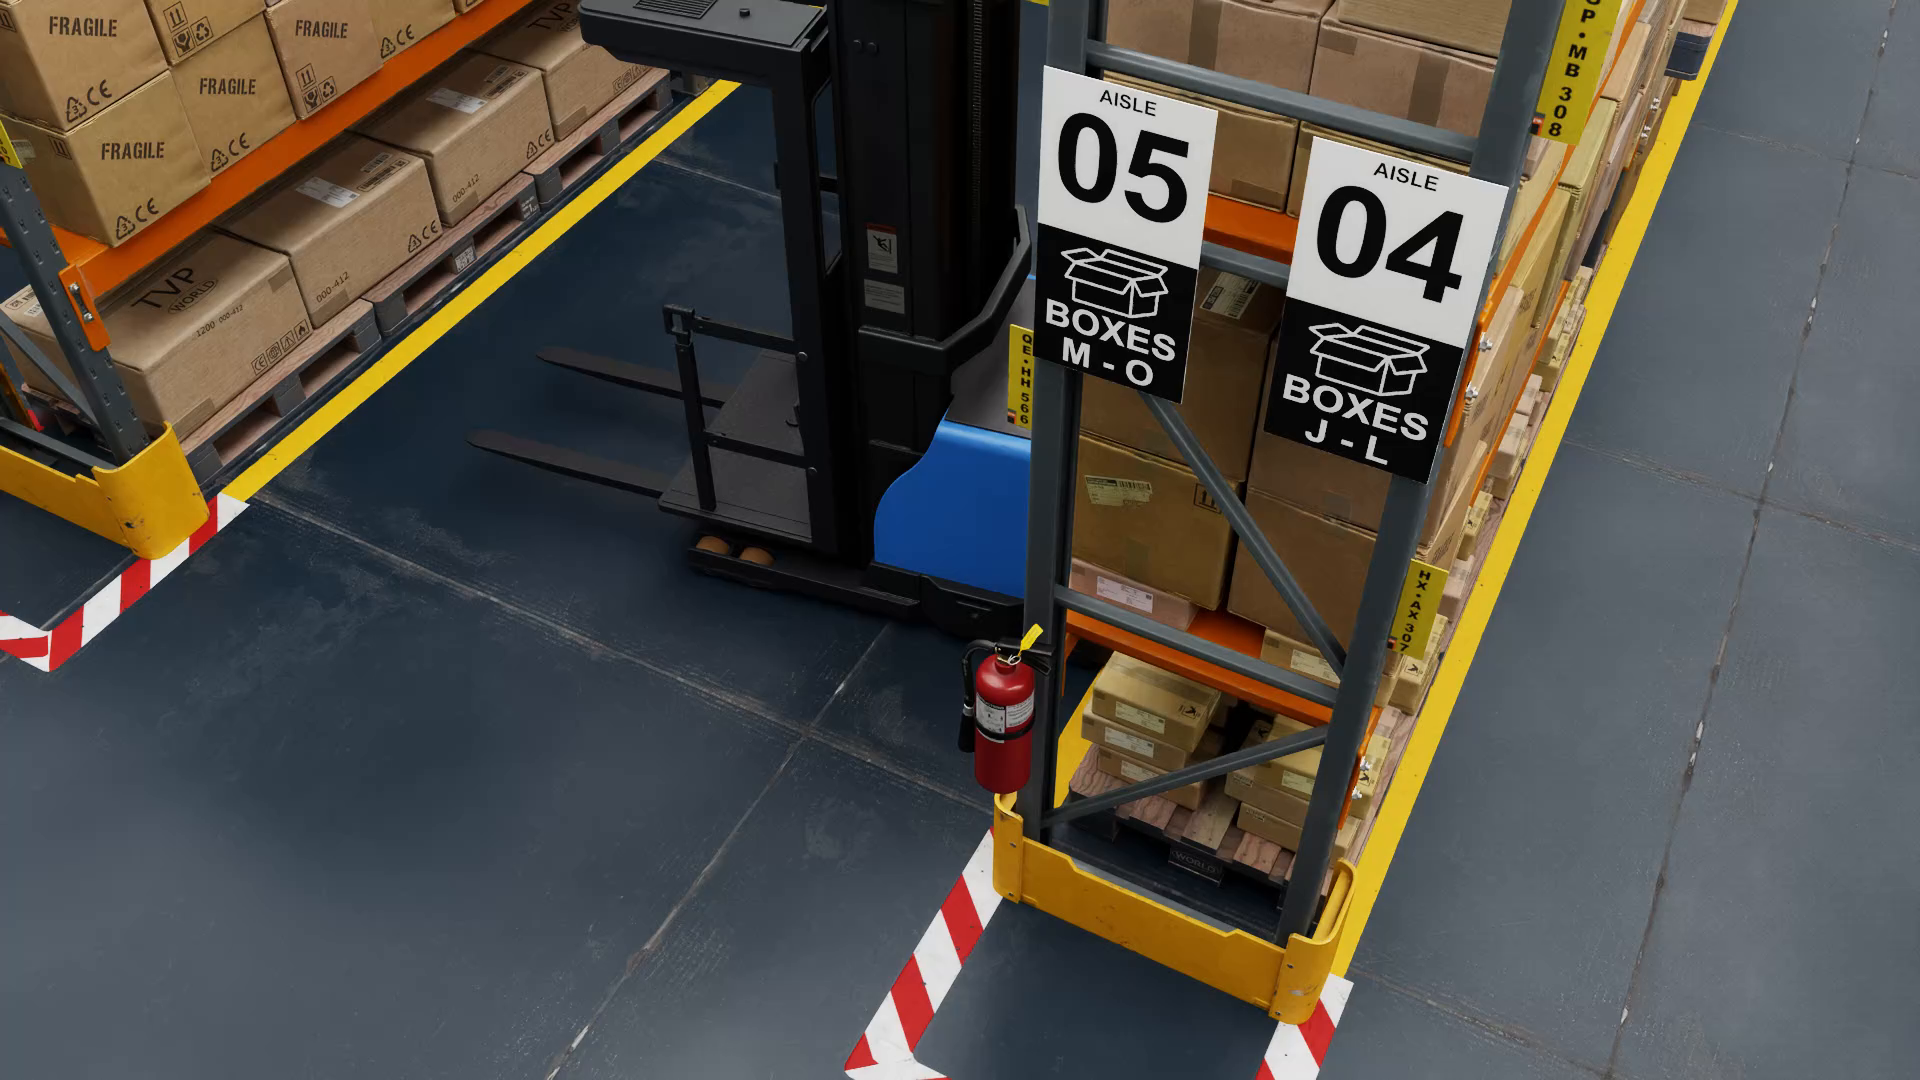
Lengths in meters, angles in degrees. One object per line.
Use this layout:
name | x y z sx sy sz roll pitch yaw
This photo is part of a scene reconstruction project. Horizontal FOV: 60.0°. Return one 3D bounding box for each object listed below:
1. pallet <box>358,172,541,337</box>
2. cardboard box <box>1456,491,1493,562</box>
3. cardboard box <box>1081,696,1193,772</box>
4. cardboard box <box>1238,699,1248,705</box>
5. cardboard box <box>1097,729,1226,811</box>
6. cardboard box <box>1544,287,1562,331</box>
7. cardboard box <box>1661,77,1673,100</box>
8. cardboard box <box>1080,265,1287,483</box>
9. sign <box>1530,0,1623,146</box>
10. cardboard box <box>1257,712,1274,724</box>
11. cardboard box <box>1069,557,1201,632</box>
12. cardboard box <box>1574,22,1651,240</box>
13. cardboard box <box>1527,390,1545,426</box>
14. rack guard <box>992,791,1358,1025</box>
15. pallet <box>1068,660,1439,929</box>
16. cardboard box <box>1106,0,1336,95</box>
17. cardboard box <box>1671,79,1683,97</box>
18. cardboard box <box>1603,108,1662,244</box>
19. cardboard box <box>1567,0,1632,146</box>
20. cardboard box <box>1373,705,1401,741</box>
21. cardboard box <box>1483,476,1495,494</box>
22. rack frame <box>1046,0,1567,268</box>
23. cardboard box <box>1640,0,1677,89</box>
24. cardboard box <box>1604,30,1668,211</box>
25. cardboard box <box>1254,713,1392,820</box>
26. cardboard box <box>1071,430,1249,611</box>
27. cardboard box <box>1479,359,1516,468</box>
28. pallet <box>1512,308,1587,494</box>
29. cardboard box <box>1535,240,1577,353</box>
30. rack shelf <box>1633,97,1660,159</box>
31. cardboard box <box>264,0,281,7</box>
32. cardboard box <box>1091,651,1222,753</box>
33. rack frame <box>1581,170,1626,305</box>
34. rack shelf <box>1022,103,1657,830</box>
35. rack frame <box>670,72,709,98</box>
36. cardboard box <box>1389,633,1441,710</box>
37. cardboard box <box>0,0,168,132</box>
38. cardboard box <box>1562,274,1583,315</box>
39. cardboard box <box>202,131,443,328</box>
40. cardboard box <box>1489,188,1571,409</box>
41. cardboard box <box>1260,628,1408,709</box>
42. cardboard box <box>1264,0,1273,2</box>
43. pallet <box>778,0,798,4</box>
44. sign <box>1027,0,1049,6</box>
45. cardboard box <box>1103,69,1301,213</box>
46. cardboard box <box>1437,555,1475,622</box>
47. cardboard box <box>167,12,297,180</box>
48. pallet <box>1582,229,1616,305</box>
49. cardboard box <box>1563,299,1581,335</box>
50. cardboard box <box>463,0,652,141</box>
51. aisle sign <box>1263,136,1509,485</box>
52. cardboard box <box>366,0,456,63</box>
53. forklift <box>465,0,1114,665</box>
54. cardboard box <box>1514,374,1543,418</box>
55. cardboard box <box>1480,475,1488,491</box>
pallet | -2.909 -1.585 8.448 1.003 0.211 1.213 20 49 19
cardboard box | 1.791 -0.107 6.318 0.380 0.149 0.250 21 49 20
cardboard box | 0.646 0.624 5.804 0.380 0.149 0.250 19 48 18
cardboard box | 0.942 0.421 6.214 0.380 0.149 0.250 20 49 19
cardboard box | 0.713 0.755 5.884 0.380 0.149 0.250 21 49 20
cardboard box | 1.923 -0.865 5.952 0.380 0.149 0.250 21 49 20
cardboard box | 3.332 -2.466 8.293 0.500 0.250 0.500 22 49 20
cardboard box | 0.645 -0.561 4.493 0.500 0.500 0.500 20 49 18
sign | 1.134 -0.882 3.069 0.100 0.325 0.005 20 49 19
cardboard box | 1.229 0.739 5.900 0.380 0.149 0.250 20 49 19
cardboard box | 0.554 0.090 5.008 0.380 0.149 0.250 21 49 19
cardboard box | 1.820 -1.348 5.271 0.500 0.500 0.500 19 48 18
cardboard box | 2.370 -0.681 7.303 0.380 0.149 0.250 19 48 18
rack guard | 0.689 1.132 5.560 1.175 0.500 0.348 20 49 19
pallet | 1.097 0.733 6.157 1.003 0.211 1.213 20 49 19
cardboard box | 0.642 -1.251 3.802 0.500 0.250 0.500 19 48 18
cardboard box | 3.818 -2.843 9.193 0.500 0.500 0.500 18 48 17
cardboard box | 3.088 -1.866 8.227 0.500 0.500 0.500 22 49 21
cardboard box | 1.337 -1.230 4.133 0.500 0.250 0.500 22 49 20
cardboard box | 1.301 0.652 5.777 0.380 0.149 0.250 20 49 19
cardboard box | 1.969 -0.211 6.839 0.380 0.149 0.250 21 49 20
rack frame | 0.653 -1.808 2.490 1.000 3.000 0.127 20 49 19
cardboard box | 2.296 -1.997 5.913 0.500 0.500 0.500 19 48 18
cardboard box | 2.294 -1.634 6.256 0.500 0.500 0.500 19 48 18
cardboard box | 1.198 0.728 5.492 0.380 0.149 0.250 18 48 17
cardboard box | 0.634 -0.207 4.846 0.500 0.500 0.500 21 49 20
cardboard box | 1.332 -0.376 5.013 0.500 0.500 0.500 21 49 19
pallet | 2.230 -0.804 7.676 1.003 0.211 1.213 20 49 19
cardboard box | 1.802 -1.004 5.633 0.500 0.500 0.500 19 48 18
rack shelf | 3.439 -3.226 8.615 1.077 0.370 4.000 20 49 19
cardboard box | -2.837 -2.520 6.638 0.500 0.500 0.500 20 49 19
cardboard box | 0.675 0.529 5.689 0.380 0.149 0.250 21 49 19
rack frame | 2.510 -2.219 7.114 1.000 3.000 0.127 20 49 19
rack shelf | 1.582 -0.706 6.125 1.077 0.370 4.000 20 49 19
rack frame | -1.921 -3.790 8.666 1.000 3.000 0.127 20 49 19
cardboard box | 1.449 0.398 5.818 0.380 0.149 0.250 20 49 19
cardboard box | -3.303 -1.865 5.991 0.500 0.500 0.500 19 48 18
cardboard box | 2.492 -1.090 7.289 0.380 0.149 0.250 21 49 20
cardboard box | -3.143 -1.545 7.954 0.875 0.438 0.875 22 49 20
cardboard box | 1.325 -0.706 4.636 0.500 0.500 0.500 22 49 20
cardboard box | 1.094 0.293 4.808 0.380 0.149 0.250 20 49 19
cardboard box | 0.547 -1.323 3.593 0.380 0.149 0.250 20 49 19
pallet | -1.630 -3.321 10.163 1.003 0.211 1.213 20 49 19
sign | 0.171 -1.261 3.435 0.100 0.325 0.005 20 49 19
cardboard box | 0.630 -1.075 3.980 0.500 0.250 0.500 19 48 18
cardboard box | 1.781 0.135 6.497 0.380 0.149 0.250 18 48 17
cardboard box | -3.091 -1.841 6.670 0.500 0.500 0.500 20 49 19
pallet | 2.870 -1.730 8.591 1.003 0.211 1.213 20 49 19
cardboard box | 2.531 -0.991 7.401 0.380 0.149 0.250 18 48 17
cardboard box | -2.308 -2.677 9.073 0.875 0.438 0.875 20 49 19
aisle sign | 0.885 -0.468 3.556 0.394 0.787 0.004 20 49 19
cardboard box | -2.621 -2.476 7.298 0.500 0.500 0.500 22 49 20
forklift | -0.593 -1.177 6.133 3.031 2.935 1.130 14 47 13
cardboard box | 2.149 -0.592 6.796 0.380 0.149 0.250 18 48 17
cardboard box | 1.976 -0.362 6.779 0.380 0.149 0.250 18 48 17
